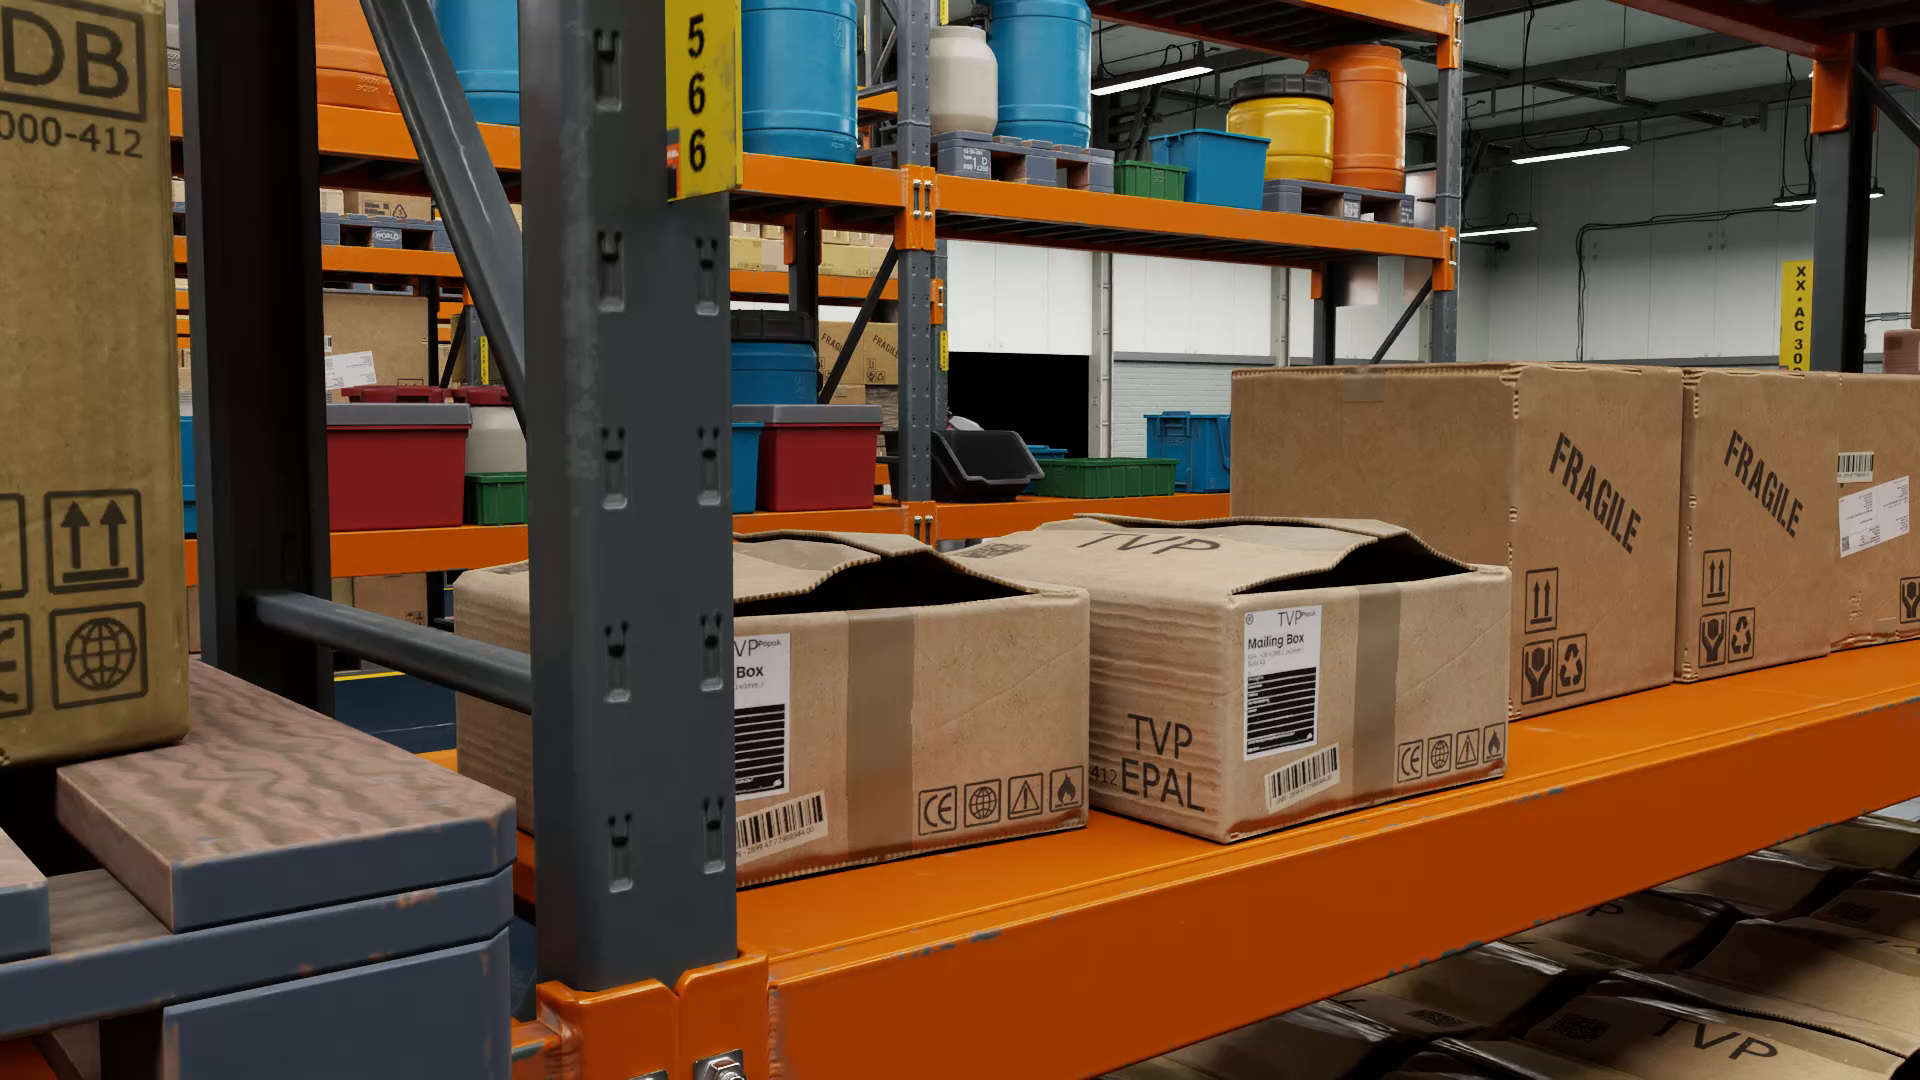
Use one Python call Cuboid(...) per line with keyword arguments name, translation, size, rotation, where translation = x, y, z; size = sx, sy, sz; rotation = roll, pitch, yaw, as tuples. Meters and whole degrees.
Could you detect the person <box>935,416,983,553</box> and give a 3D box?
Cuboid(name="person", translation=(-0.026, -0.087, 12.539), size=(0.580, 1.695, 0.535), rotation=(-4, 6, -39))
